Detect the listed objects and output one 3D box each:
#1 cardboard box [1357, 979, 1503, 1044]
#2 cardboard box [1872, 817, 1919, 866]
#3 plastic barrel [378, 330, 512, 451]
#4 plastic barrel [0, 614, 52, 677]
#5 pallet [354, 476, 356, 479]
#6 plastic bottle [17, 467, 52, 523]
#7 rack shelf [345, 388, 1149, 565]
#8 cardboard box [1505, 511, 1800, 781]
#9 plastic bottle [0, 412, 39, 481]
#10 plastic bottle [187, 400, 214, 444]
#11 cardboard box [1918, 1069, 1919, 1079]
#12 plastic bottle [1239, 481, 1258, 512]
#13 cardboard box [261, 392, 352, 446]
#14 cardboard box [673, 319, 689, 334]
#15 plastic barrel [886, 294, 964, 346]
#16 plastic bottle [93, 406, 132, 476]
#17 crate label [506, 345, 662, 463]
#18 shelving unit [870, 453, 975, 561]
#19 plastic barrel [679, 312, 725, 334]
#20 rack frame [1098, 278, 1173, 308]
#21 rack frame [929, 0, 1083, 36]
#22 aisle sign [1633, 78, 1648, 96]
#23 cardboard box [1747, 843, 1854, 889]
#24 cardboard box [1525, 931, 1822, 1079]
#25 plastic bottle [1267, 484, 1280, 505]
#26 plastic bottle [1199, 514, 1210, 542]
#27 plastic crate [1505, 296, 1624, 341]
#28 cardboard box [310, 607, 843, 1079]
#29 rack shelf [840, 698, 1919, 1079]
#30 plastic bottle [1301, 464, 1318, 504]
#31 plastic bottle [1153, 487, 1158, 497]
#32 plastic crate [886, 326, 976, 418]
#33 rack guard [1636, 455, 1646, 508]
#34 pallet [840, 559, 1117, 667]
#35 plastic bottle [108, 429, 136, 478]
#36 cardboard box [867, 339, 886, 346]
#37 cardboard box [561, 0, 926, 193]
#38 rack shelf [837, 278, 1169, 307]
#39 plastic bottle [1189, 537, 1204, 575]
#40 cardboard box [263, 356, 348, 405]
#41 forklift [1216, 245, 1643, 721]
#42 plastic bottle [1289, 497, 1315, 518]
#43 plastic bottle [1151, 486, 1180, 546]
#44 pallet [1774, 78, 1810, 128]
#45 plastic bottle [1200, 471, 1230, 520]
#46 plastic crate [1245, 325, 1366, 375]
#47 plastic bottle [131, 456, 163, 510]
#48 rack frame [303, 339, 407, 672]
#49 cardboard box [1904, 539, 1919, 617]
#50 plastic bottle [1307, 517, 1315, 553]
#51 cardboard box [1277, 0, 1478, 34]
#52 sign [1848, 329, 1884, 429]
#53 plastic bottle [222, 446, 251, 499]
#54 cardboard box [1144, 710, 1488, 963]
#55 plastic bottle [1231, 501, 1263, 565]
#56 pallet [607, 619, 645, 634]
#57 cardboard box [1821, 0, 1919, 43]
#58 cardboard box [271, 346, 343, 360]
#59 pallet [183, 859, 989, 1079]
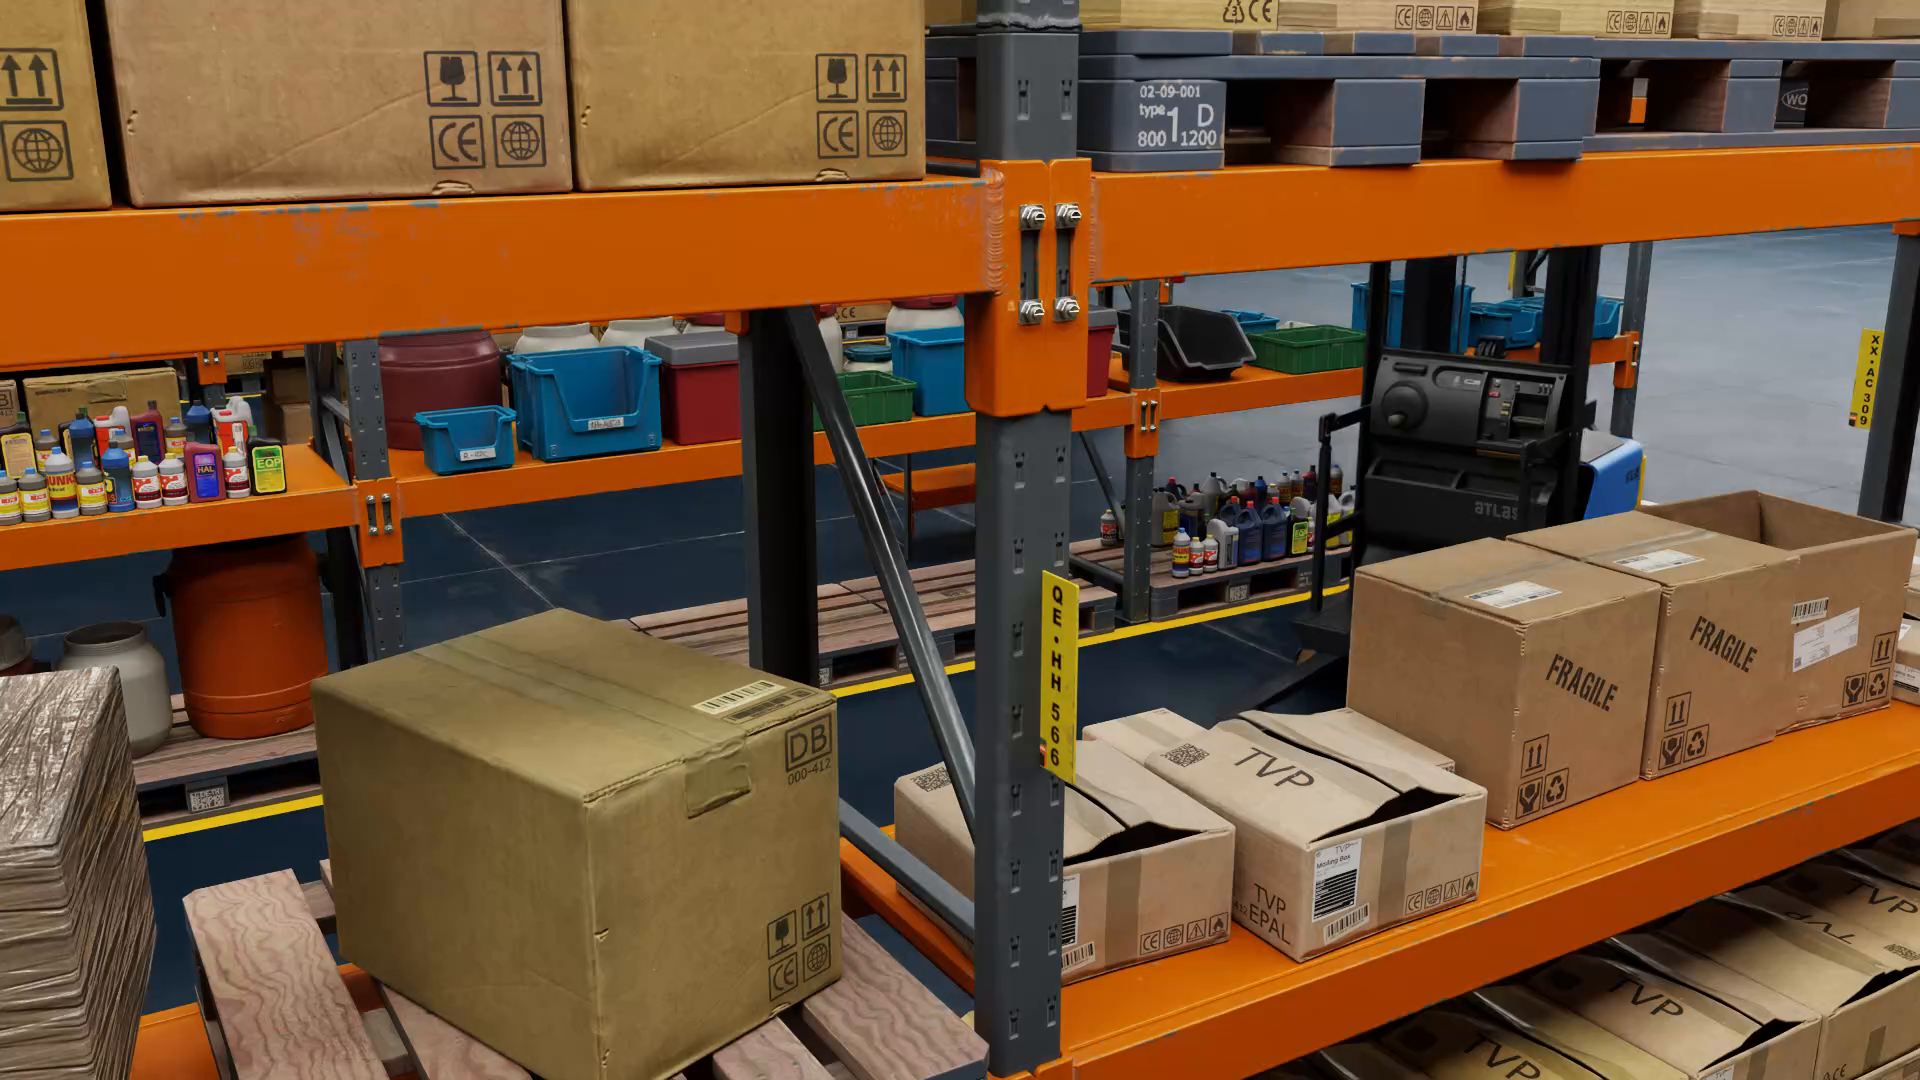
[{"bbox_3d":[1.063,1.188,4.391,0.500,0.311,0.500,-9,18,-30],"label":"cardboard box"},{"bbox_3d":[3.094,1.028,4.963,0.500,0.311,0.500,-9,18,-30],"label":"cardboard box"},{"bbox_3d":[-2.442,-0.737,7.730,0.708,0.536,0.600,-9,18,-30],"label":"plastic barrel"},{"bbox_3d":[-4.062,0.651,6.721,0.708,0.588,0.600,-9,18,-30],"label":"plastic barrel"},{"bbox_3d":[-4.564,-0.449,12.119,1.213,0.211,1.003,-9,18,-30],"label":"pallet"},{"bbox_3d":[-3.534,-0.175,6.345,0.097,0.201,0.097,0,16,0],"label":"plastic bottle"},{"bbox_3d":[-0.969,-0.469,8.357,4.000,0.370,1.077,-9,18,-30],"label":"rack shelf"},{"bbox_3d":[1.746,0.251,4.271,0.500,0.500,0.500,-9,18,-30],"label":"cardboard box"},{"bbox_3d":[-3.954,-0.391,6.964,0.133,0.283,0.061,-9,18,-30],"label":"plastic bottle"},{"bbox_3d":[-3.334,-0.480,7.303,0.097,0.271,0.097,0,16,0],"label":"plastic bottle"},{"bbox_3d":[2.652,1.370,4.782,0.500,0.250,0.500,-10,18,-31],"label":"cardboard box"},{"bbox_3d":[1.787,-0.222,10.362,0.133,0.283,0.061,-9,18,-30],"label":"plastic bottle"},{"bbox_3d":[-4.670,-0.789,11.983,0.500,0.500,0.700,-10,19,-33],"label":"cardboard box"},{"bbox_3d":[-2.927,-2.777,18.418,0.875,0.875,0.875,-9,18,-29],"label":"cardboard box"},{"bbox_3d":[-0.188,-1.076,8.940,0.433,0.535,0.433,0,16,0],"label":"plastic barrel"},{"bbox_3d":[-3.617,-0.428,7.108,0.135,0.276,0.152,-9,18,-30],"label":"plastic bottle"},{"bbox_3d":[-1.692,-0.630,7.533,0.616,0.435,0.502,-9,18,-30],"label":"crate label"},{"bbox_3d":[-0.006,-0.541,10.755,1.048,1.125,0.538,-9,18,-30],"label":"shelving unit"},{"bbox_3d":[-1.187,-0.914,8.362,0.433,0.535,0.433,0,16,0],"label":"plastic barrel"},{"bbox_3d":[1.623,-2.795,15.324,0.127,3.000,1.000,-9,18,-30],"label":"rack frame"},{"bbox_3d":[-0.136,-2.279,2.368,0.127,3.000,1.000,-9,18,-30],"label":"rack frame"},{"bbox_3d":[4.389,-2.842,10.675,0.004,0.787,0.394,-9,18,-30],"label":"aisle sign"},{"bbox_3d":[2.379,0.973,5.157,0.500,0.311,0.500,-9,18,-30],"label":"cardboard box"},{"bbox_3d":[1.789,1.239,4.208,0.500,0.311,0.500,-9,18,-30],"label":"cardboard box"},{"bbox_3d":[1.995,-0.258,10.643,0.097,0.201,0.097,0,16,0],"label":"plastic bottle"},{"bbox_3d":[1.452,-0.016,9.626,0.133,0.283,0.061,-9,18,-30],"label":"plastic bottle"},{"bbox_3d":[3.899,-1.439,10.760,0.616,0.251,0.499,-9,18,-30],"label":"plastic crate"},{"bbox_3d":[-0.617,0.473,2.703,0.700,0.500,0.500,13,20,38],"label":"cardboard box"},{"bbox_3d":[1.579,0.678,4.267,4.000,0.370,1.077,-9,18,-30],"label":"rack shelf"},{"bbox_3d":[2.256,-0.346,10.804,0.133,0.283,0.061,-9,18,-29],"label":"plastic bottle"},{"bbox_3d":[1.149,-0.186,10.107,0.185,0.351,0.144,-10,18,-31],"label":"plastic bottle"},{"bbox_3d":[-0.040,-0.860,8.450,0.575,0.384,0.392,-9,18,-30],"label":"plastic crate"},{"bbox_3d":[4.133,-0.424,11.496,0.348,0.500,1.175,-9,18,-30],"label":"rack guard"},{"bbox_3d":[0.092,0.368,9.207,1.213,0.211,1.003,-9,18,-30],"label":"pallet"},{"bbox_3d":[-3.537,-0.365,7.024,0.097,0.201,0.097,0,16,0],"label":"plastic bottle"},{"bbox_3d":[-0.463,-1.470,14.449,0.500,0.500,0.500,-11,19,-35],"label":"cardboard box"},{"bbox_3d":[-0.492,-0.815,2.516,0.500,0.500,0.910,-9,18,-30],"label":"cardboard box"},{"bbox_3d":[-0.091,-2.171,14.429,4.000,0.370,1.077,-9,18,-30],"label":"rack shelf"},{"bbox_3d":[1.331,0.085,9.417,0.097,0.201,0.097,0,16,0],"label":"plastic bottle"},{"bbox_3d":[-4.675,-1.152,11.890,0.500,0.250,0.500,-8,18,-27],"label":"cardboard box"},{"bbox_3d":[2.329,-0.683,7.915,1.130,2.935,3.031,12,20,37],"label":"forklift"},{"bbox_3d":[2.079,-0.126,10.032,0.135,0.276,0.152,-9,18,-30],"label":"plastic bottle"},{"bbox_3d":[1.223,-0.152,9.988,0.185,0.351,0.144,-9,18,-30],"label":"plastic bottle"},{"bbox_3d":[2.544,-1.173,4.335,1.217,0.209,0.805,-10,19,-32],"label":"pallet"},{"bbox_3d":[1.590,-0.257,10.363,0.185,0.351,0.144,-9,18,-30],"label":"plastic bottle"},{"bbox_3d":[2.054,-1.114,9.721,0.662,0.188,0.450,-9,18,-30],"label":"plastic crate"},{"bbox_3d":[-3.200,-0.229,6.538,0.097,0.201,0.097,0,16,0],"label":"plastic bottle"},{"bbox_3d":[-2.683,-0.537,7.268,0.127,3.000,1.000,-9,18,-30],"label":"rack frame"},{"bbox_3d":[2.894,0.204,4.902,0.500,0.250,0.500,-8,18,-26],"label":"cardboard box"},{"bbox_3d":[2.067,-0.034,9.843,0.097,0.201,0.097,0,16,0],"label":"plastic bottle"},{"bbox_3d":[0.664,-1.118,3.283,0.500,0.250,0.500,-9,18,-28],"label":"cardboard box"},{"bbox_3d":[3.006,-0.530,5.492,0.005,0.325,0.100,-9,18,-30],"label":"sign"},{"bbox_3d":[-2.919,-0.275,6.700,0.097,0.201,0.097,0,16,0],"label":"plastic bottle"},{"bbox_3d":[0.731,0.573,3.474,0.500,0.311,0.500,-9,18,-30],"label":"cardboard box"},{"bbox_3d":[1.651,-0.046,9.608,0.185,0.351,0.144,-9,18,-28],"label":"plastic bottle"},{"bbox_3d":[-1.999,0.707,7.997,1.213,0.211,1.003,-9,18,-30],"label":"pallet"},{"bbox_3d":[2.291,-1.360,4.148,0.500,0.250,0.500,-11,19,-35],"label":"cardboard box"},{"bbox_3d":[-6.386,-2.150,16.411,0.750,0.750,1.050,-9,18,-29],"label":"cardboard box"},{"bbox_3d":[-0.680,0.812,2.810,1.003,0.211,1.213,-9,18,-30],"label":"pallet"}]
